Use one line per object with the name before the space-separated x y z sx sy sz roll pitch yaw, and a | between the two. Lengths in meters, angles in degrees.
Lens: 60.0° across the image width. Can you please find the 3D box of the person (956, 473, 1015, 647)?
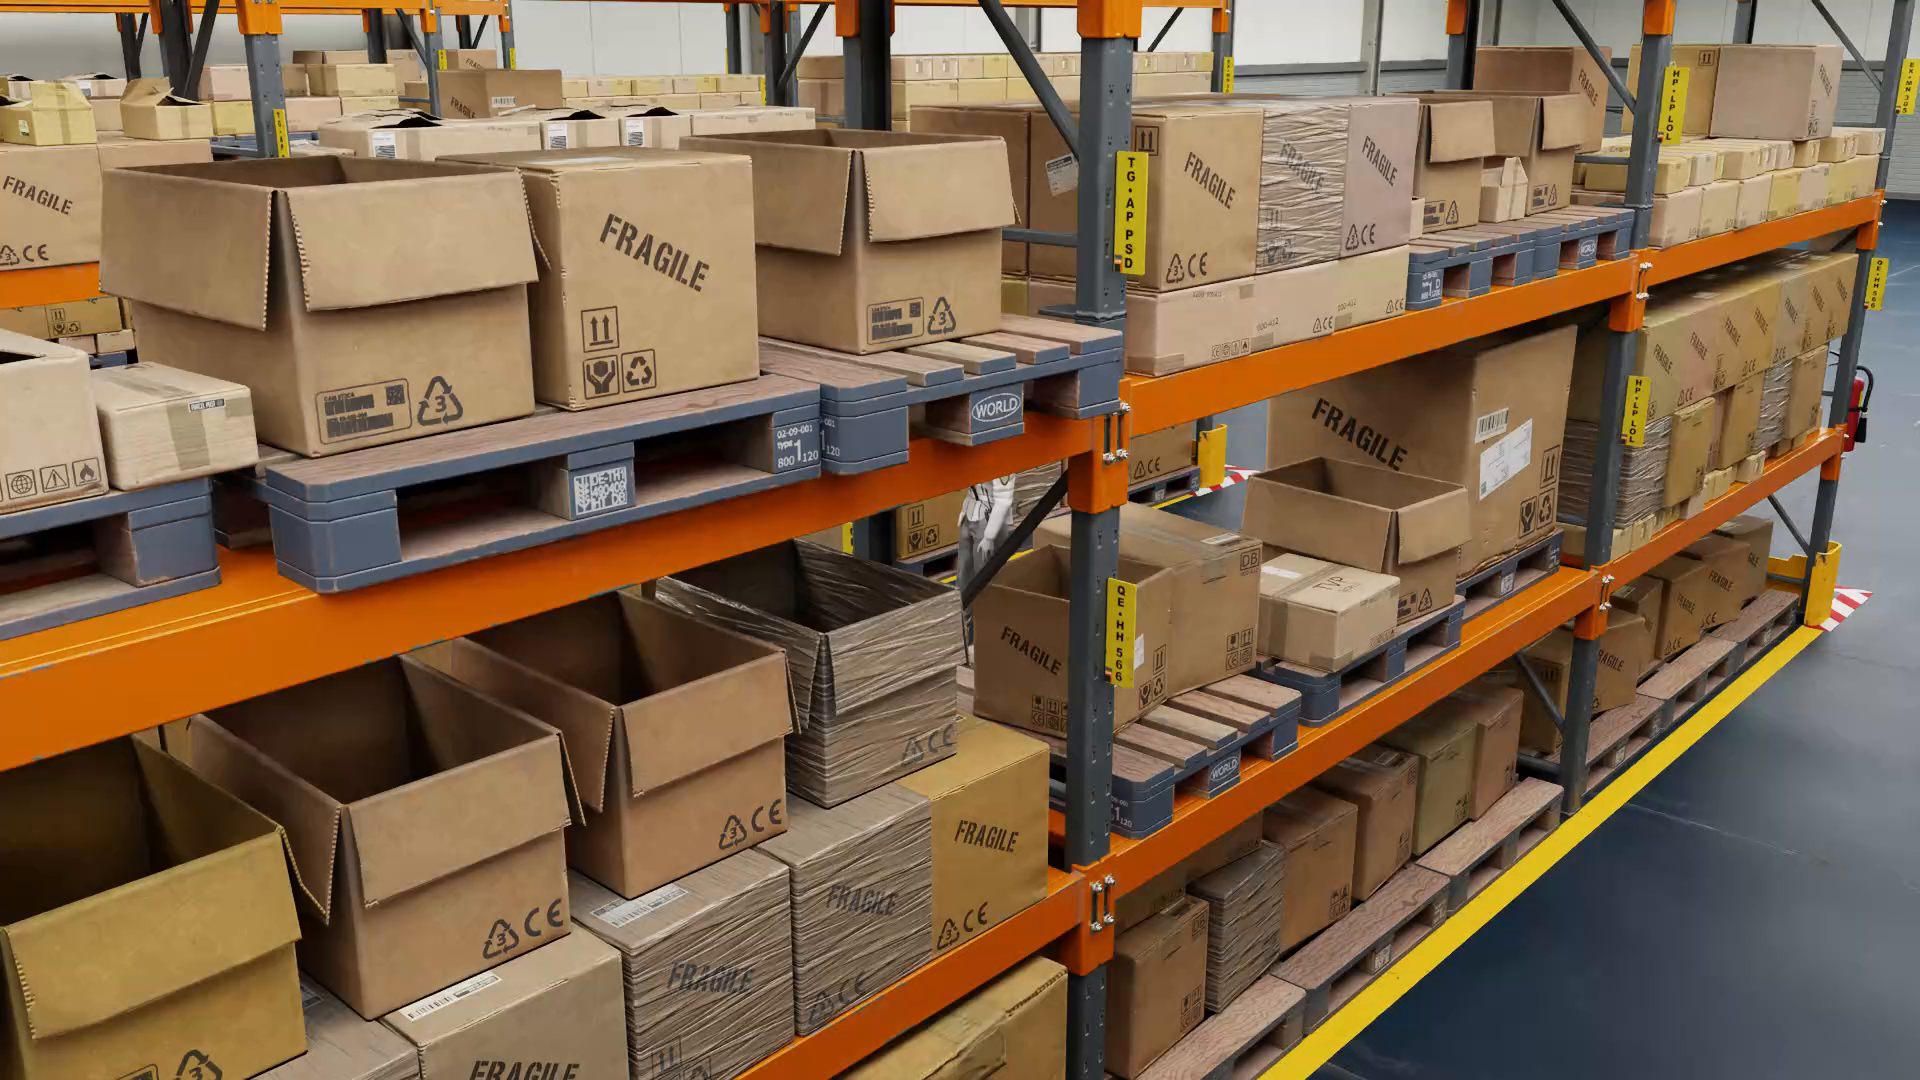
person | 0.087 -0.084 10.229 0.531 1.694 0.586 -5 18 -15
